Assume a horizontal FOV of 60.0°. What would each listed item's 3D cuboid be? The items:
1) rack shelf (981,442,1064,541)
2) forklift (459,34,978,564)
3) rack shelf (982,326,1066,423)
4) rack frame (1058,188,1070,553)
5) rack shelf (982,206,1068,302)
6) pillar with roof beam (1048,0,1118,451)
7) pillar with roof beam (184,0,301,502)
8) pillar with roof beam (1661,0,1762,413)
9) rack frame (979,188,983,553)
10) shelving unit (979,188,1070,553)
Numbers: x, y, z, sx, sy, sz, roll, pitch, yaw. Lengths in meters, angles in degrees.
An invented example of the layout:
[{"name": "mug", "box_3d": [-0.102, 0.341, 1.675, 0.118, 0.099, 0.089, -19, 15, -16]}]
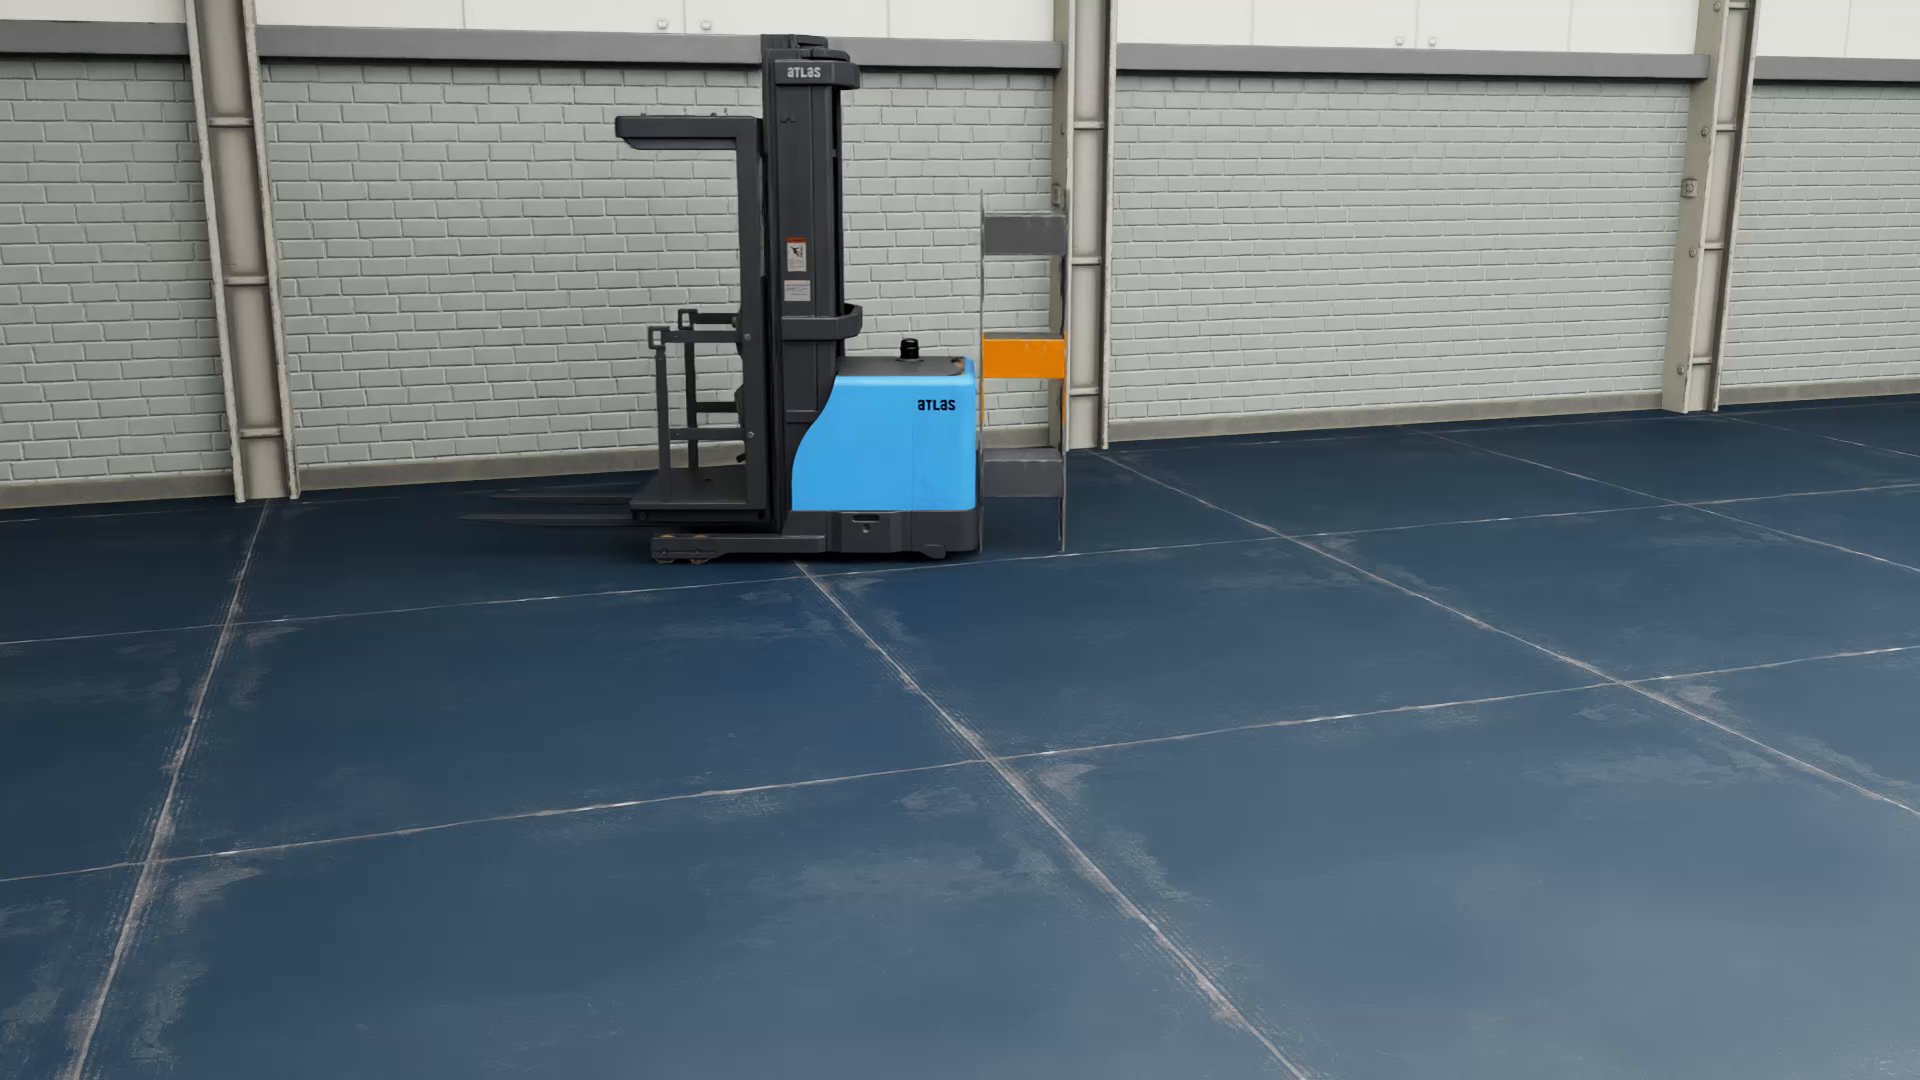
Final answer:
[{"name": "rack shelf", "box_3d": [0.367, -0.295, 9.929, 0.480, 0.518, 0.431, 0, 13, 0]}, {"name": "forklift", "box_3d": [-1.413, -1.411, 9.742, 3.031, 2.935, 1.130, 0, 13, 0]}, {"name": "rack shelf", "box_3d": [0.367, -0.976, 9.767, 0.480, 0.518, 0.431, 0, 13, 0]}, {"name": "rack frame", "box_3d": [0.611, -0.989, 9.763, 0.015, 2.100, 0.400, 0, 13, 0]}, {"name": "rack shelf", "box_3d": [0.367, -1.657, 9.605, 0.480, 0.518, 0.431, 0, 13, 0]}, {"name": "pillar with roof beam", "box_3d": [2.316, -4.178, 8.261, 0.400, 9.000, 9.100, -4, 14, -18]}, {"name": "pillar with roof beam", "box_3d": [-3.371, -3.735, 6.399, 0.400, 9.000, 9.100, -4, 14, -18]}, {"name": "pillar with roof beam", "box_3d": [8.002, -4.621, 10.123, 0.400, 9.000, 9.100, -4, 14, -18]}, {"name": "rack frame", "box_3d": [0.123, -0.989, 9.764, 0.015, 2.100, 0.400, 0, 13, 0]}, {"name": "shelving unit", "box_3d": [0.367, -0.989, 9.764, 0.503, 2.100, 0.431, 0, 13, 0]}]
